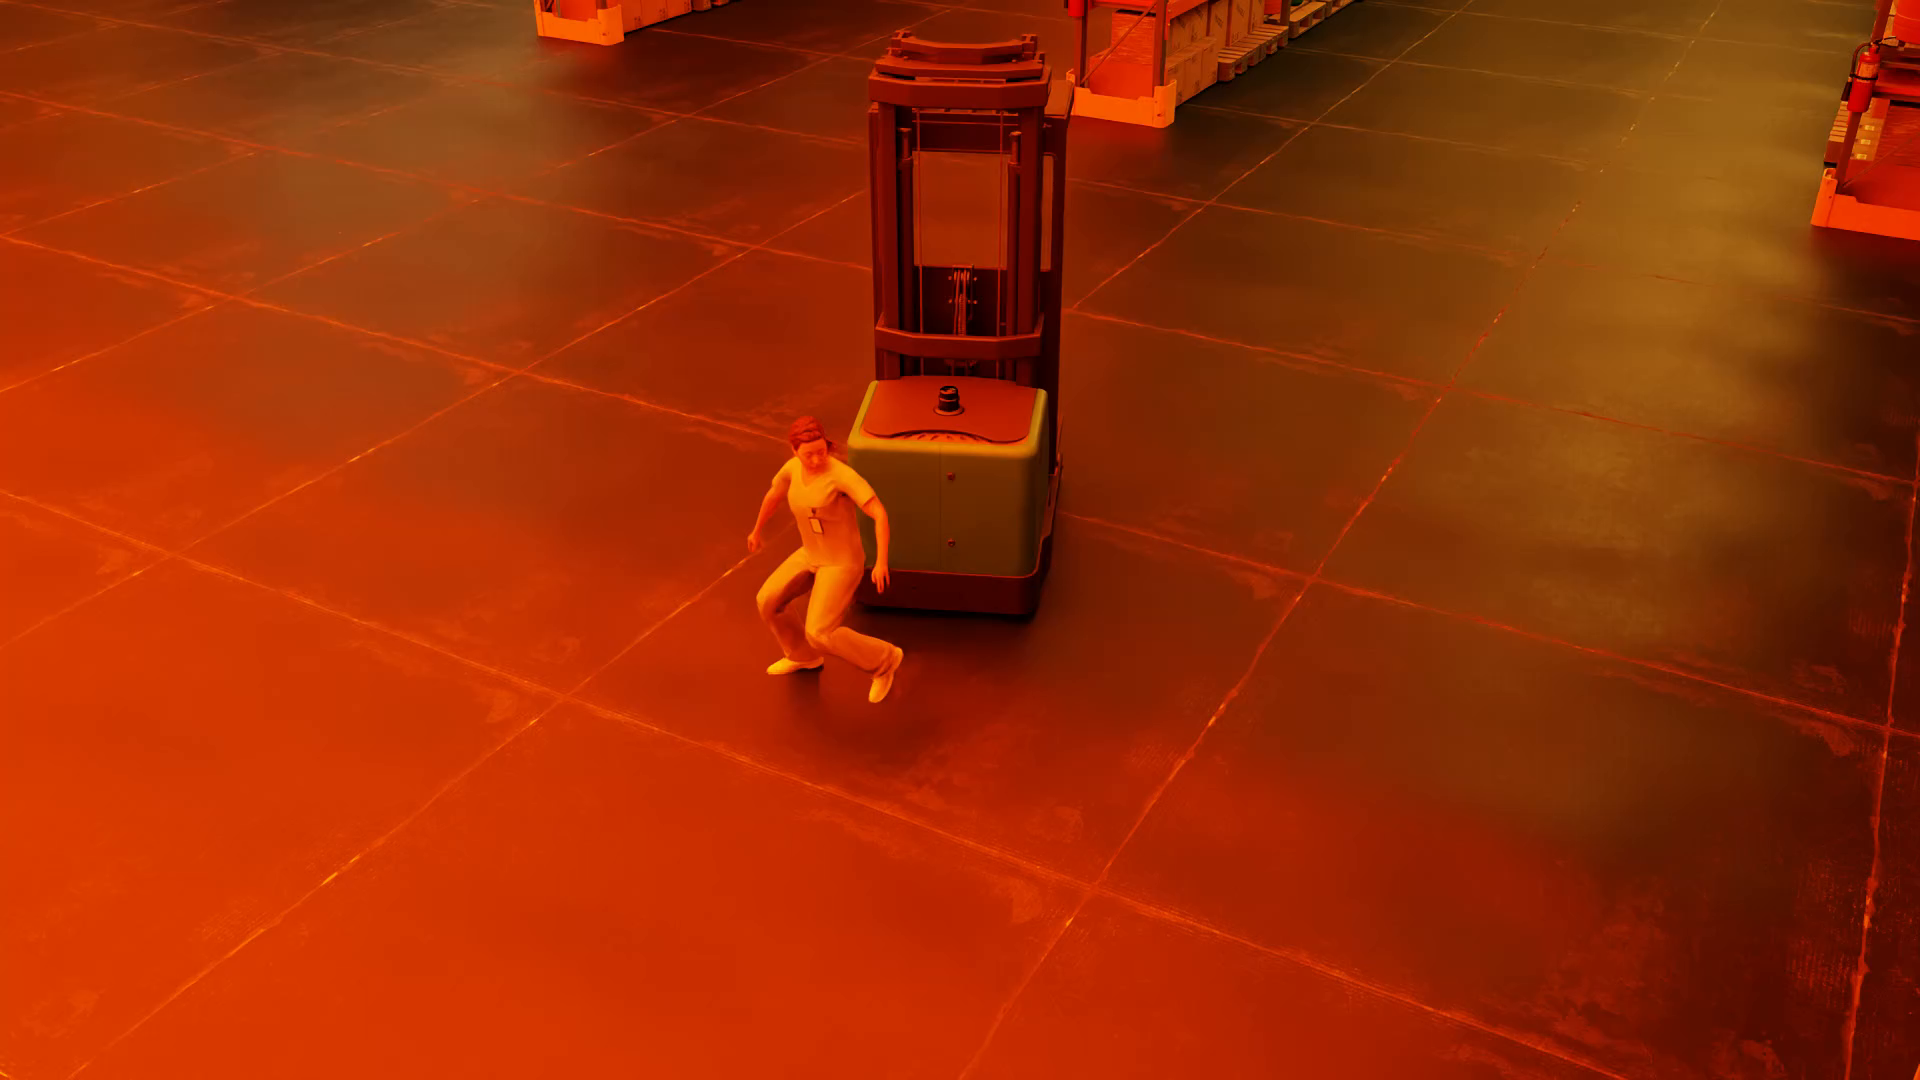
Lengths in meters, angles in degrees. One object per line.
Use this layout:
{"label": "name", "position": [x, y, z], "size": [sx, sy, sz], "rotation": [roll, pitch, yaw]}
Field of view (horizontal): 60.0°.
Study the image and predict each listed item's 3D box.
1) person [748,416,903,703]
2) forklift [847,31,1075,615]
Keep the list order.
{"label": "person", "position": [-0.713, 0.089, 8.341], "size": [0.500, 1.553, 0.921], "rotation": [-23, 37, -34]}
{"label": "forklift", "position": [0.072, -1.572, 9.794], "size": [1.130, 2.935, 3.031], "rotation": [3, 30, 6]}
